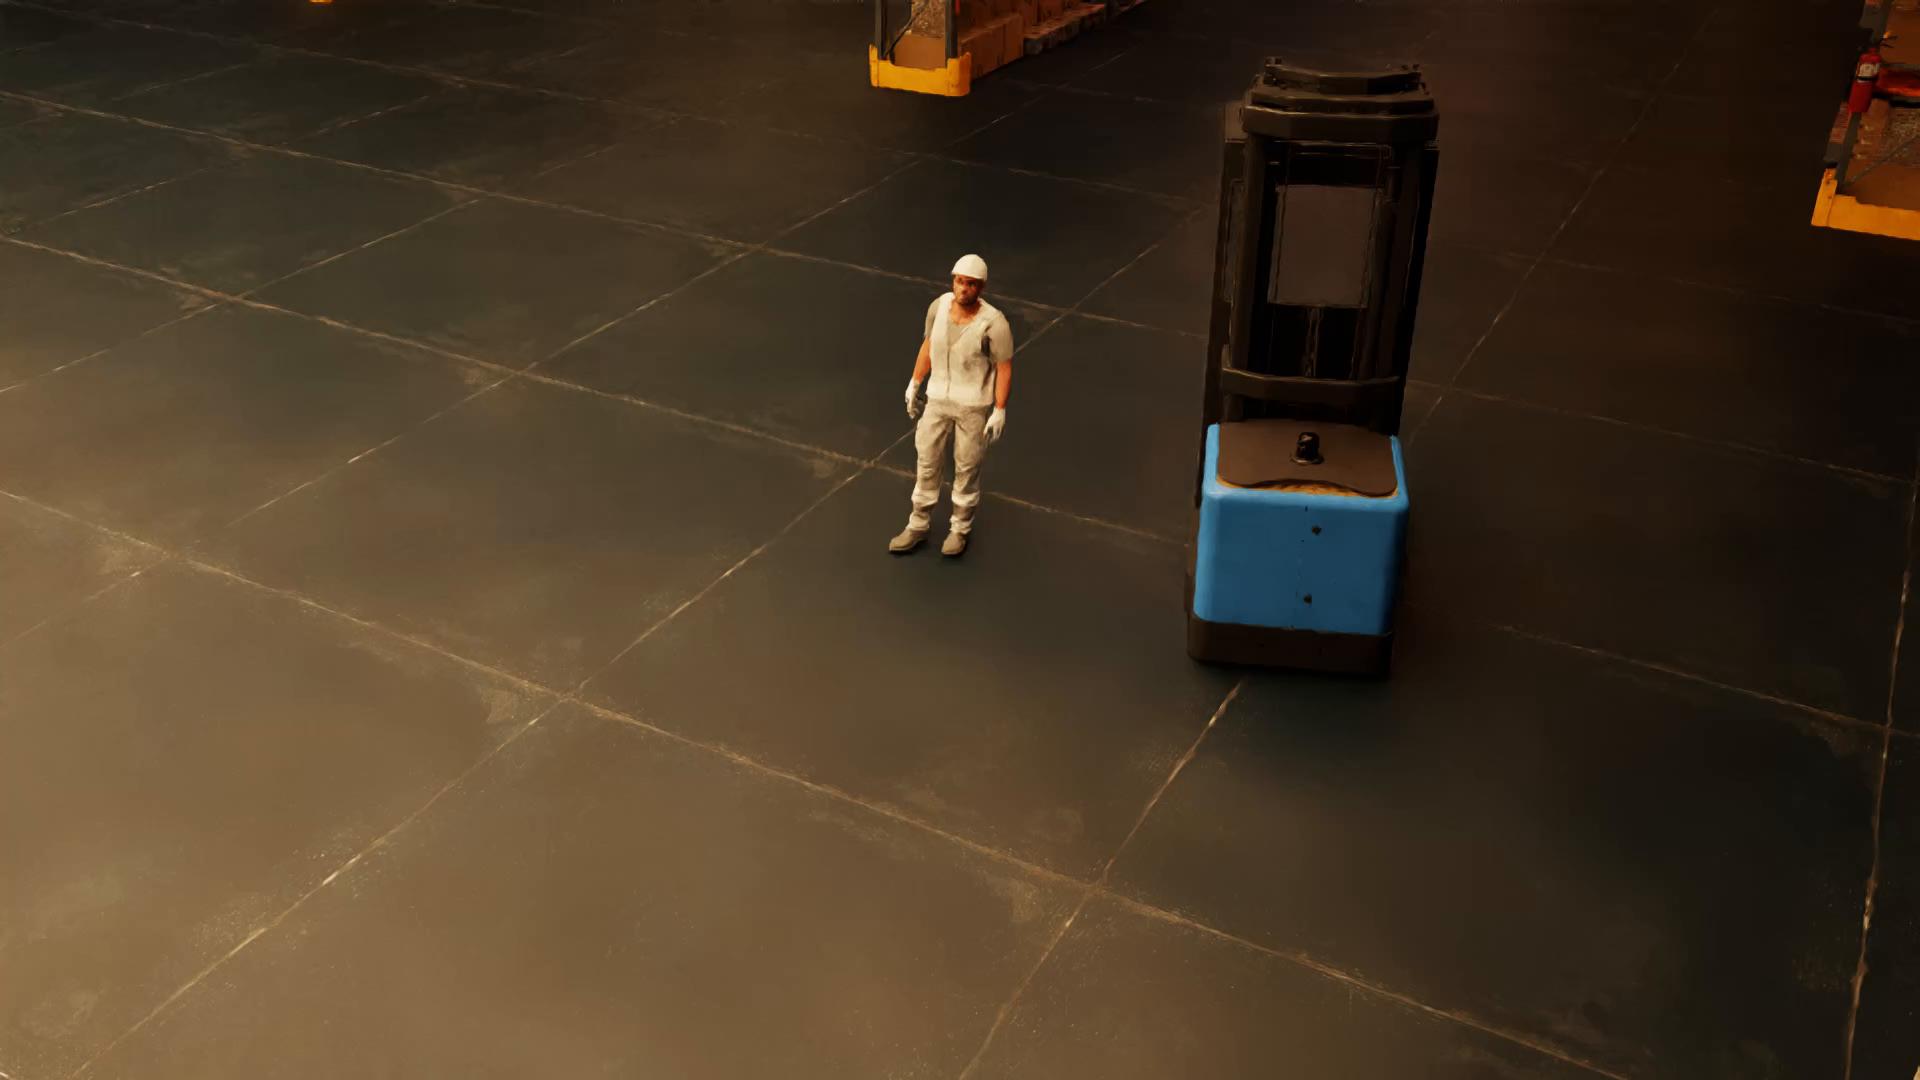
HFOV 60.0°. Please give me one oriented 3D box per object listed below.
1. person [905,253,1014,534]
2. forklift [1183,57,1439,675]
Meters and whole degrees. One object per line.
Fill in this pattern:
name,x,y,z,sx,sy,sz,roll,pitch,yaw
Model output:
person,-0.015,-0.802,9.536,0.637,1.736,0.423,15,33,25
forklift,1.951,-1.286,9.300,1.130,2.935,3.031,4,30,8
